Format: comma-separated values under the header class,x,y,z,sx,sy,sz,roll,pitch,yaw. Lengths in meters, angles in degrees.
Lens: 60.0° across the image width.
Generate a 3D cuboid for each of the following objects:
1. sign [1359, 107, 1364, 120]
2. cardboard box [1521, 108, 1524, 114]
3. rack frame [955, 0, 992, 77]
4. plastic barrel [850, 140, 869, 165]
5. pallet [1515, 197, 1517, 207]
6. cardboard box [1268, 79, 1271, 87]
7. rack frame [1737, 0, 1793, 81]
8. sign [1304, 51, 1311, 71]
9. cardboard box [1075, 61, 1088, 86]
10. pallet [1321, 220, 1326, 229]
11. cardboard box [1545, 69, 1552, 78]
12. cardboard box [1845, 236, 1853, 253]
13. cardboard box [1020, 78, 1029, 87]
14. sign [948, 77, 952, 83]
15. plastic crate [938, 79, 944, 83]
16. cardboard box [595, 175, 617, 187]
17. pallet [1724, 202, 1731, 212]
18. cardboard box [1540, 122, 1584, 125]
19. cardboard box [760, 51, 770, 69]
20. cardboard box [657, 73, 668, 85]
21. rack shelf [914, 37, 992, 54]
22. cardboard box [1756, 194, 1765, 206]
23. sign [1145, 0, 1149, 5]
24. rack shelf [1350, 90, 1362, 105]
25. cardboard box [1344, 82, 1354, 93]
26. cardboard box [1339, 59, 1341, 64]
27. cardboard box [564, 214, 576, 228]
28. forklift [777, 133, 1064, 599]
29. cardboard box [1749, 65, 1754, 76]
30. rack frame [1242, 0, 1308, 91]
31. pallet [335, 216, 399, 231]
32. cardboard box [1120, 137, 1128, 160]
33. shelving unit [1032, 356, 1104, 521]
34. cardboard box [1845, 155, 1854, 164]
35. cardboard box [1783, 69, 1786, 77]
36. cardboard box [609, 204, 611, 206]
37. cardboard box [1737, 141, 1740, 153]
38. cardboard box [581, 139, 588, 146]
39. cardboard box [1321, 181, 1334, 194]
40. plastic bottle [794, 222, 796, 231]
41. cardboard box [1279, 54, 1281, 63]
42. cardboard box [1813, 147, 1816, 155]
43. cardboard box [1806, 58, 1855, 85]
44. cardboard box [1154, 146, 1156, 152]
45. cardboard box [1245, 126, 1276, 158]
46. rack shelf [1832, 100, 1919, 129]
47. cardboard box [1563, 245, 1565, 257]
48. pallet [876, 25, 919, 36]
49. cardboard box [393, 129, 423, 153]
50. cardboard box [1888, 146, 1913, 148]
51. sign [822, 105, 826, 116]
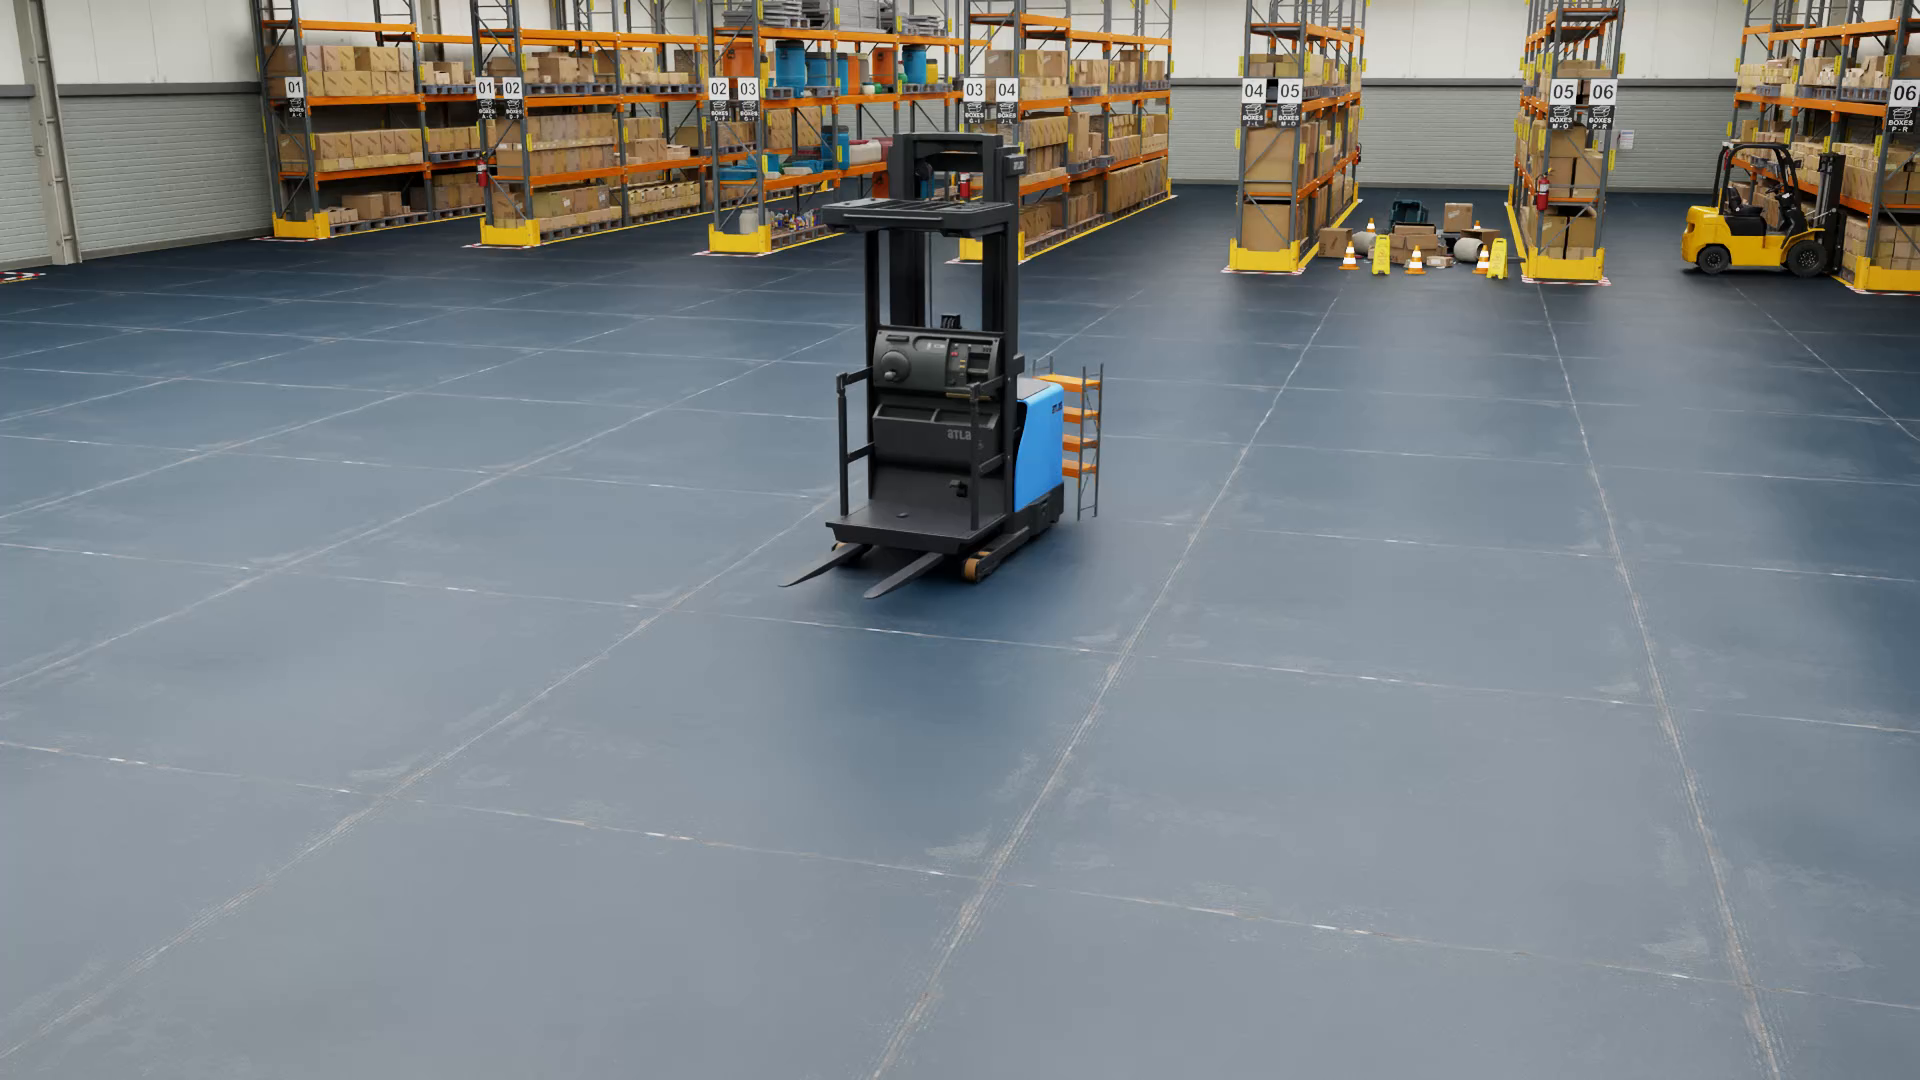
class,x,y,z,sx,sy,sz,roll,pitch,yaw
sign,10.364,-11.009,42.945,0.100,0.325,0.005,5,16,16
cardboard box,13.765,-10.358,40.147,0.380,0.149,0.250,4,16,15
rack frame,0.362,-14.030,45.301,1.000,3.000,0.127,5,16,16
plastic barrel,-2.234,-8.608,36.931,0.433,0.535,0.433,0,16,0
pallet,14.460,-8.434,41.678,1.003,0.211,1.213,5,16,16
cardboard box,5.205,-7.981,28.981,0.380,0.149,0.250,5,17,17
rack frame,19.372,-12.493,39.884,1.000,3.000,0.127,5,16,16
sign,5.821,-8.019,27.861,0.100,0.325,0.005,5,16,16
cardboard box,2.196,-9.676,34.492,0.797,0.503,0.637,5,17,18
pallet,7.268,-6.713,35.611,1.003,0.211,1.213,5,16,16
cardboard box,10.282,-8.026,28.630,0.380,0.149,0.250,5,17,17
cardboard box,14.817,-4.823,27.188,0.500,0.250,0.500,4,16,15
cardboard box,1.030,-8.250,29.968,0.380,0.149,0.250,5,17,17
sign,-0.248,-11.501,41.867,0.100,0.325,0.005,5,16,16
plastic crate,-0.564,-11.974,43.767,0.437,0.282,0.530,5,16,16
cardboard box,-9.962,-10.052,46.084,0.700,0.500,0.500,5,17,17
pallet,19.125,-8.037,40.277,1.003,0.211,1.213,5,16,16
cardboard box,10.473,-7.021,29.024,0.700,0.500,0.500,5,16,16
cardboard box,-5.421,-12.584,43.687,0.700,0.500,0.500,5,16,16
cardboard box,-7.039,-10.598,38.205,0.500,0.250,0.500,4,16,15
rack shelf,-0.206,-12.968,43.609,1.077,0.370,4.000,5,16,16
cardboard box,17.741,-7.311,36.418,0.500,0.500,0.500,4,16,15
sign,4.498,-13.047,39.982,0.100,0.325,0.005,5,16,16
rack shelf,9.269,-10.922,41.160,1.077,0.370,4.000,5,16,16
cardboard box,9.086,-10.773,39.593,0.500,0.250,0.500,5,17,19
cardboard box,8.090,-10.334,36.183,0.396,0.266,0.258,5,16,16
cardboard box,-8.286,-6.607,34.394,0.500,0.250,0.500,5,16,16
forklift,-0.250,-1.252,11.374,1.130,2.935,3.031,7,17,22
cardboard box,18.578,-10.867,38.460,0.500,0.250,0.500,5,17,17
rack frame,5.291,-9.048,27.739,1.000,3.000,0.127,5,16,16
pallet,-13.048,-6.932,36.382,1.003,0.211,1.213,5,16,16
cardboard box,3.667,-9.221,39.157,0.500,0.500,0.500,5,16,16
shelving unit,0.817,-0.794,12.916,0.503,1.200,0.258,14,19,40
cardboard box,15.228,-6.432,28.137,0.380,0.149,0.250,4,16,14
cardboard box,17.282,-9.672,34.434,0.380,0.149,0.250,5,16,16
cardboard box,-7.956,-7.399,37.188,0.500,0.250,0.500,4,16,15
cardboard box,18.701,-9.315,39.404,0.500,0.250,0.500,4,16,15
cardboard box,-8.030,-8.329,34.826,0.380,0.149,0.250,5,17,17
cardboard box,7.992,-7.777,36.688,0.500,0.250,0.500,4,16,13
plastic bottle,-3.341,-6.300,33.366,0.097,0.201,0.097,0,16,0
cardboard box,5.638,-8.763,30.276,0.380,0.149,0.250,5,16,16
cardboard box,16.181,-7.271,31.094,0.380,0.149,0.250,5,17,16
cardboard box,16.612,-8.945,31.735,0.700,0.500,0.500,4,16,15
cardboard box,4.819,-10.051,42.730,0.380,0.149,0.250,4,16,14
cardboard box,5.501,-6.999,29.254,0.875,0.550,0.550,5,16,16
rack shelf,15.394,-7.041,27.478,1.077,0.370,4.000,5,16,16
cardboard box,10.712,-5.007,28.753,0.500,0.250,0.500,5,17,18
pallet,-1.677,-11.840,38.659,1.213,0.211,1.003,5,16,16
cardboard box,-12.384,-8.923,37.154,0.500,0.500,0.500,5,16,16
cardboard box,15.766,-6.531,27.942,0.380,0.149,0.250,4,16,15
sign,-3.859,-12.189,47.106,0.100,0.325,0.005,5,16,16
